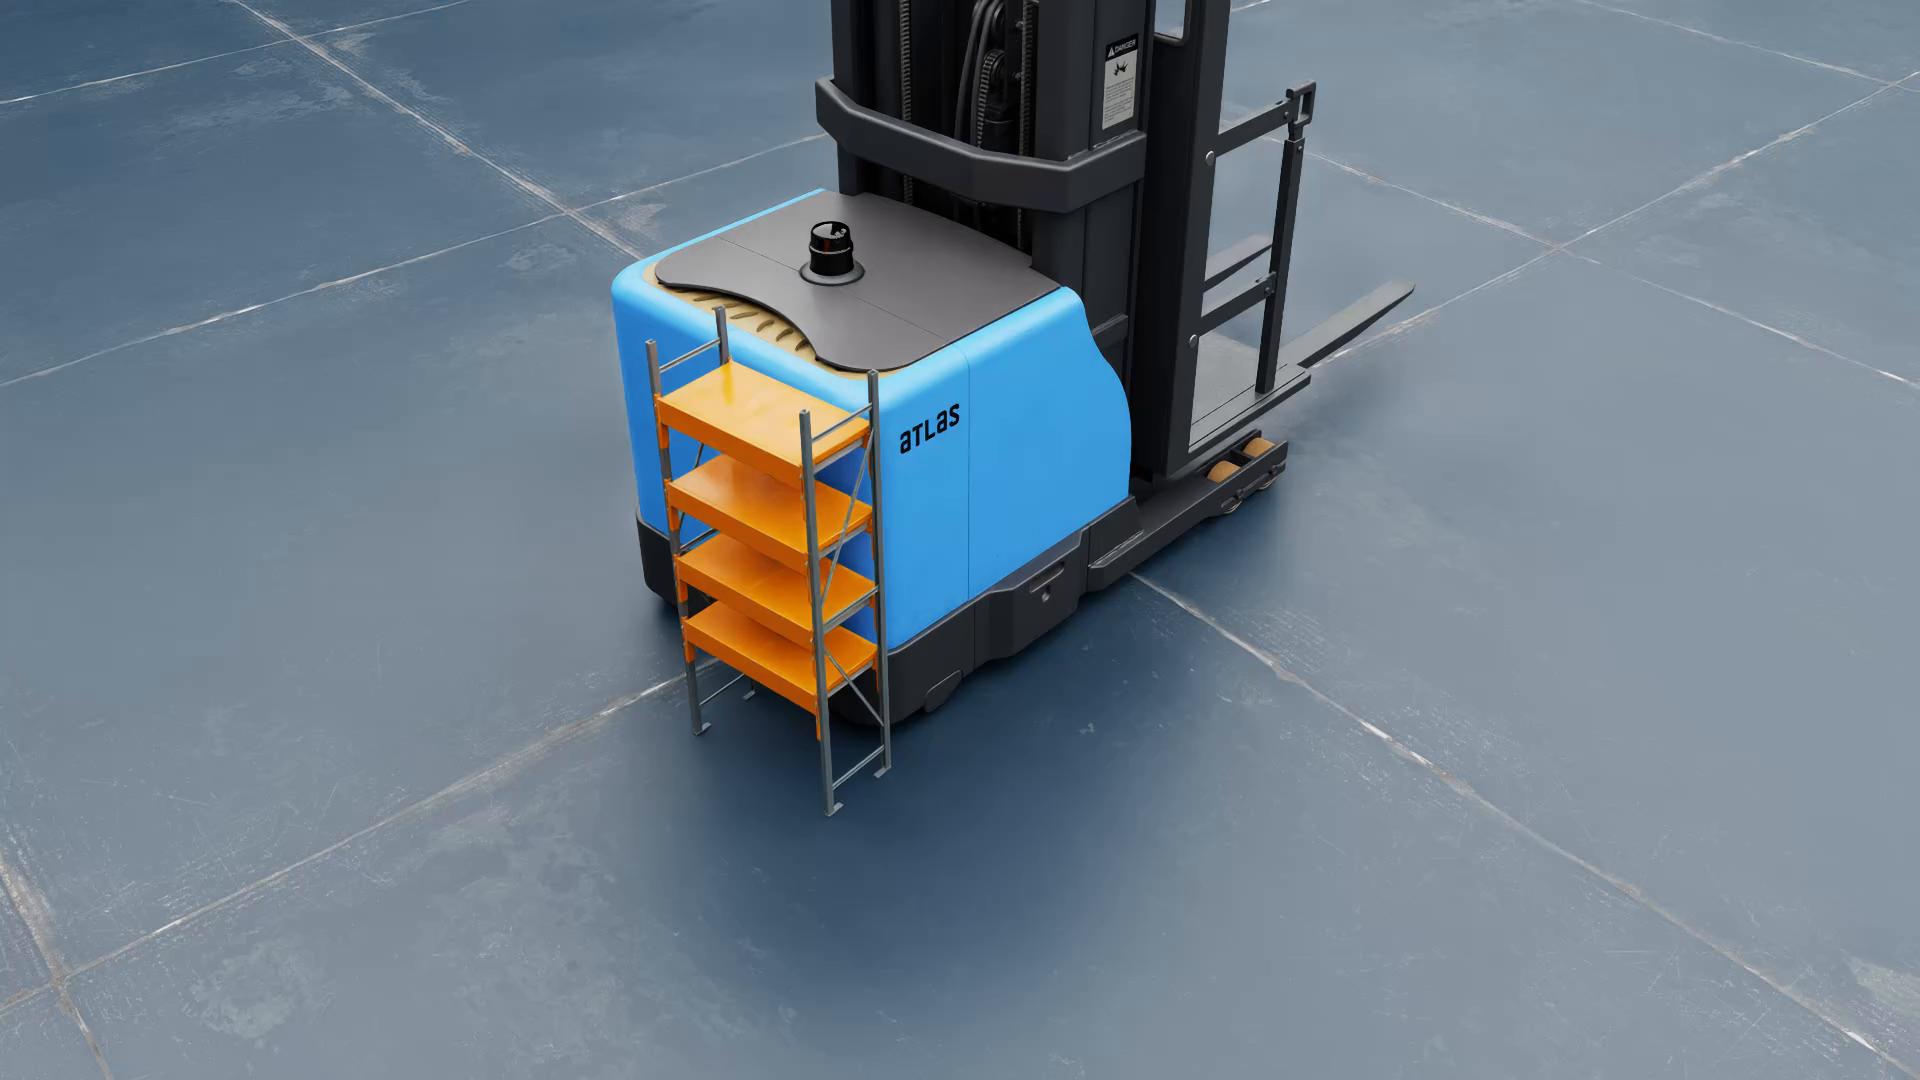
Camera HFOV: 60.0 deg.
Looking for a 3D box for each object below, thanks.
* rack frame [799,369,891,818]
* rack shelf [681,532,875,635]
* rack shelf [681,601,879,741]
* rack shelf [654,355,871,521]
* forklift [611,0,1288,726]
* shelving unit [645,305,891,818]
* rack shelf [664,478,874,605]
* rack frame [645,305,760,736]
[{"bbox_3d":[-0.264,0.164,3.980,0.015,1.200,0.240,25,43,31],"label":"rack frame"},{"bbox_3d":[-0.452,0.098,4.123,0.457,0.050,0.221,25,43,31],"label":"rack shelf"},{"bbox_3d":[-0.452,0.292,4.260,0.480,0.148,0.258,25,43,31],"label":"rack shelf"},{"bbox_3d":[-0.452,-0.246,3.879,0.480,0.148,0.258,25,43,31],"label":"rack shelf"},{"bbox_3d":[0.057,-1.205,4.471,1.129,2.867,1.939,28,44,34],"label":"forklift"},{"bbox_3d":[-0.452,0.075,4.106,0.503,1.200,0.258,25,43,31],"label":"shelving unit"},{"bbox_3d":[-0.452,-0.053,4.016,0.480,0.148,0.258,25,43,31],"label":"rack shelf"},{"bbox_3d":[-0.641,-0.015,4.233,0.015,1.200,0.240,25,43,31],"label":"rack frame"}]
